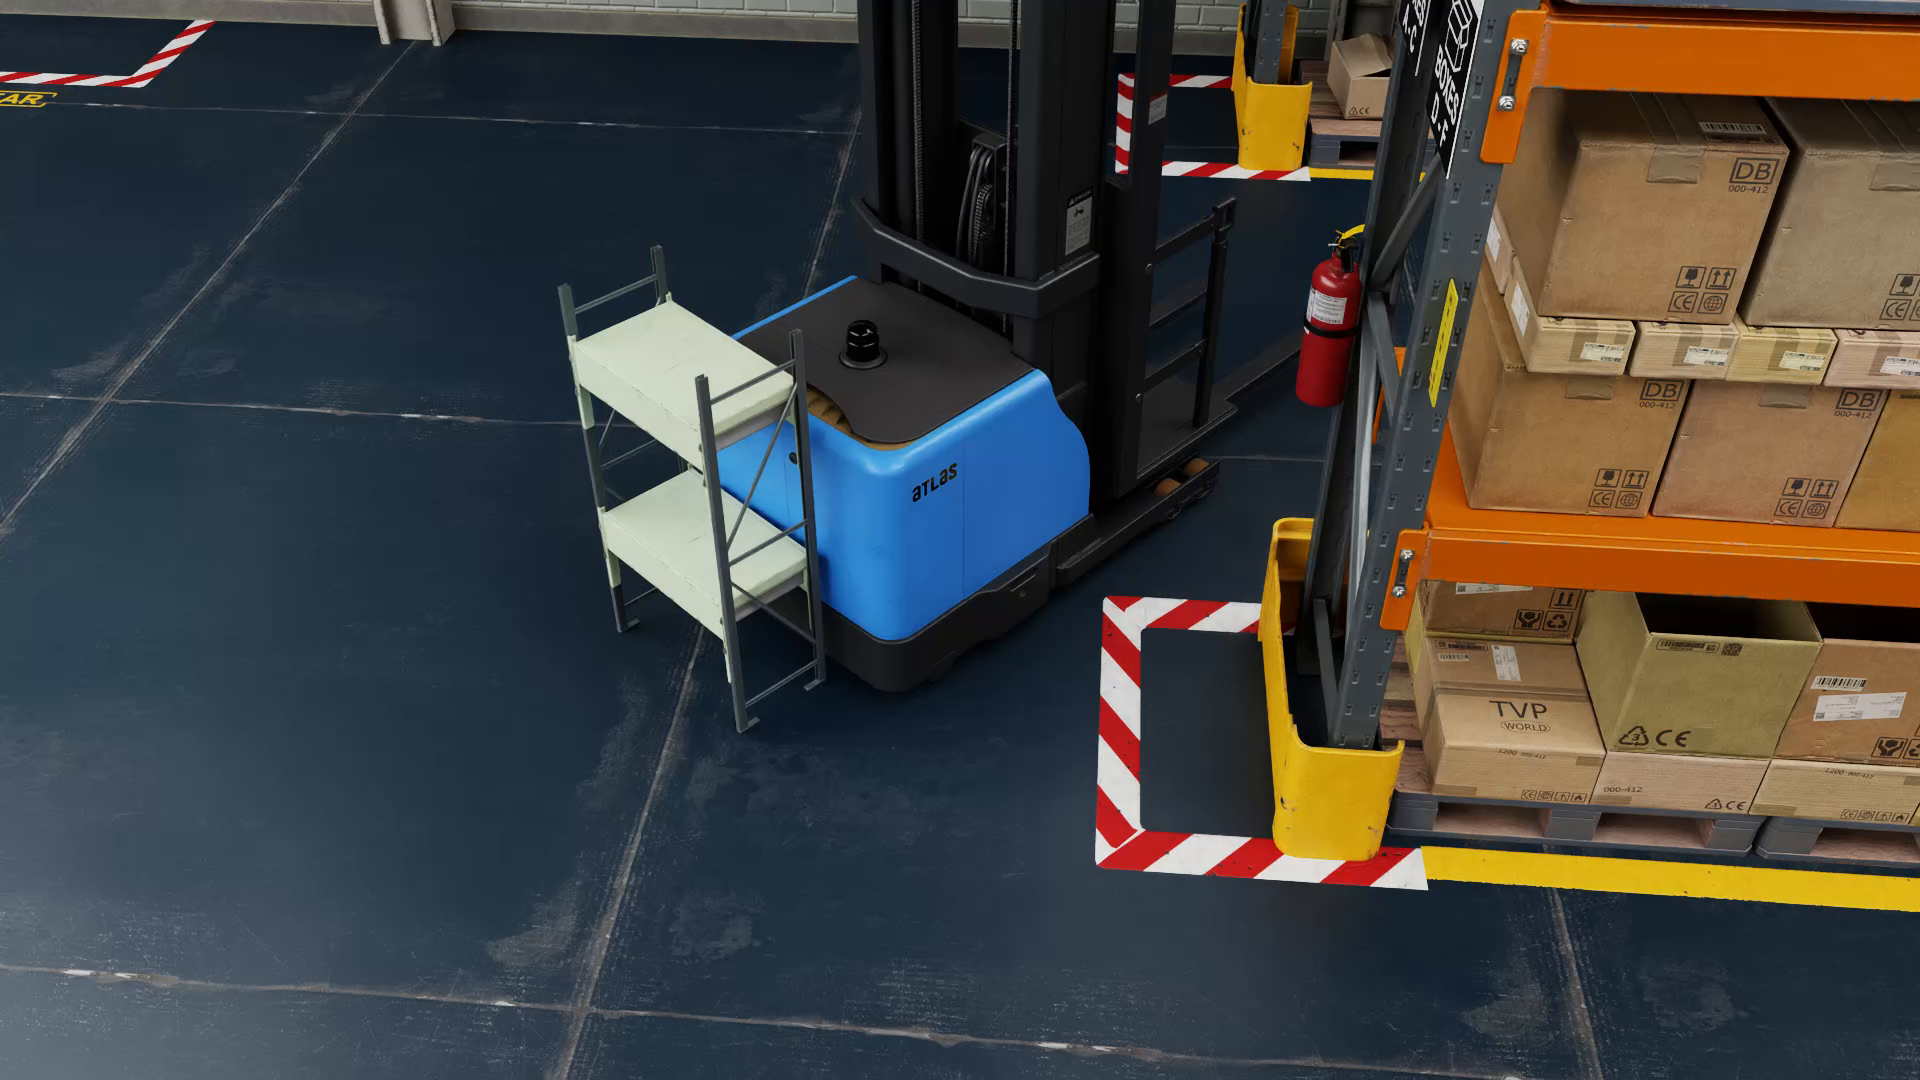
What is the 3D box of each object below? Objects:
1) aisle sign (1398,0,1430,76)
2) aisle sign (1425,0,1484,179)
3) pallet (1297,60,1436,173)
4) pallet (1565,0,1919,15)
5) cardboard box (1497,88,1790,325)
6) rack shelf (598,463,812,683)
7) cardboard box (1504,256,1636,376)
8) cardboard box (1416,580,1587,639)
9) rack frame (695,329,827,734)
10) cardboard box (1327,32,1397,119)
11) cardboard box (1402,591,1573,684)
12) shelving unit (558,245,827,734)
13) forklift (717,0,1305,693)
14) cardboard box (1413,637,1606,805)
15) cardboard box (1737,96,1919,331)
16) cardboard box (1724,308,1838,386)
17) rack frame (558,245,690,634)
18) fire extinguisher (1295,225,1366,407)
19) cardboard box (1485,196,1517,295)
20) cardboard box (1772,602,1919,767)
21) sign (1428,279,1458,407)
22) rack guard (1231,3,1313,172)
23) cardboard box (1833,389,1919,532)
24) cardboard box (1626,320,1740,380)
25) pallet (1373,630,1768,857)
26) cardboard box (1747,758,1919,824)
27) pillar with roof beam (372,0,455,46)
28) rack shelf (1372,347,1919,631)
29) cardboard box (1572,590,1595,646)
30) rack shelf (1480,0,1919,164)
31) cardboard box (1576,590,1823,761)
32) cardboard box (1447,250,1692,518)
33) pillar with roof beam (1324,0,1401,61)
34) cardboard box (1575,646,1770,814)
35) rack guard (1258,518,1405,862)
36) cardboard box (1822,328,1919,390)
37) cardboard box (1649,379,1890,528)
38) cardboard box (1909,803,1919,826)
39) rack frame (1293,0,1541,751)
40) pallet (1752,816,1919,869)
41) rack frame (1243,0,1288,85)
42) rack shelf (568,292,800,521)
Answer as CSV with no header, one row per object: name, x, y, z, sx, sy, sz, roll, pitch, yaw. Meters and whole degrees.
aisle sign,1.244,-1.678,4.376,0.004,0.787,0.394,3,39,4
aisle sign,1.192,-1.301,3.912,0.004,0.787,0.394,3,39,4
pallet,2.589,-2.445,9.587,1.213,0.211,1.003,3,39,4
pallet,1.986,-1.556,3.979,1.213,0.211,1.003,3,39,4
cardboard box,1.800,-0.987,4.480,0.500,0.500,0.700,3,39,4
rack shelf,-0.896,0.101,5.955,0.431,0.370,0.720,-31,48,-33
cardboard box,1.656,-0.615,4.536,0.250,0.149,0.380,3,39,4
cardboard box,1.844,-0.027,5.658,0.500,0.500,0.500,3,39,4
rack frame,-0.642,0.014,5.544,0.400,1.500,0.023,-31,48,-33
cardboard box,2.389,-2.631,9.387,0.500,0.311,0.500,-1,39,-1
cardboard box,1.843,0.265,5.893,0.500,0.250,0.500,3,39,4
shelving unit,-0.896,-0.152,5.749,0.431,1.500,0.755,-31,48,-33
forklift,0.436,-1.424,6.178,1.130,2.935,3.031,31,48,32
cardboard box,1.799,0.591,5.493,0.500,0.250,0.500,3,39,4
cardboard box,2.325,-0.962,4.449,0.500,0.500,0.700,2,39,3
cardboard box,2.168,-0.588,4.503,0.250,0.149,0.380,3,39,4
rack frame,-1.150,-0.318,5.953,0.400,1.500,0.023,-31,48,-33
fire extinguisher,1.206,-0.750,5.357,0.183,0.674,0.296,3,39,4
cardboard box,1.681,-0.871,4.851,0.250,0.149,0.380,3,39,3
cardboard box,2.796,0.346,5.201,0.500,0.500,0.500,3,39,4
sign,1.230,-0.499,4.239,0.005,0.325,0.100,3,39,4
rack guard,1.783,-2.624,9.577,0.348,0.500,1.175,3,39,4
cardboard box,2.765,-0.430,4.823,0.500,0.500,0.700,3,39,4
cardboard box,1.919,-0.602,4.521,0.250,0.149,0.380,2,39,3
pallet,2.049,0.615,5.827,1.213,0.211,1.003,3,39,4
cardboard box,2.795,0.644,5.429,0.500,0.250,0.500,3,39,4
pillar with roof beam,-3.870,-4.049,4.596,0.400,9.000,9.100,3,39,4
rack shelf,3.276,-0.093,5.059,4.000,0.370,1.077,3,39,4
cardboard box,2.343,0.285,5.869,0.500,0.250,0.500,3,39,4
rack shelf,3.276,-1.257,4.112,4.000,0.370,1.077,3,39,4
cardboard box,2.297,0.326,5.224,0.500,0.500,0.500,3,39,4
cardboard box,1.748,-0.487,4.893,0.500,0.500,0.700,3,39,4
pillar with roof beam,2.108,-3.722,4.194,0.400,9.000,9.100,3,39,4
cardboard box,2.297,0.616,5.462,0.500,0.250,0.500,3,39,4
rack guard,1.260,0.487,5.756,0.348,0.500,1.175,3,39,4
cardboard box,2.419,-0.573,4.484,0.250,0.149,0.380,3,39,3
cardboard box,2.271,-0.461,4.861,0.500,0.500,0.700,4,39,5
cardboard box,3.293,0.674,5.391,0.500,0.250,0.500,3,39,4
rack frame,1.284,-0.481,4.965,0.127,3.000,1.000,3,39,4
pallet,3.261,0.683,5.743,1.213,0.211,1.003,3,39,4
rack frame,1.707,-3.597,8.793,0.127,3.000,1.000,3,39,4
rack shelf,-0.896,-0.455,5.502,0.431,0.370,0.720,-31,48,-33
